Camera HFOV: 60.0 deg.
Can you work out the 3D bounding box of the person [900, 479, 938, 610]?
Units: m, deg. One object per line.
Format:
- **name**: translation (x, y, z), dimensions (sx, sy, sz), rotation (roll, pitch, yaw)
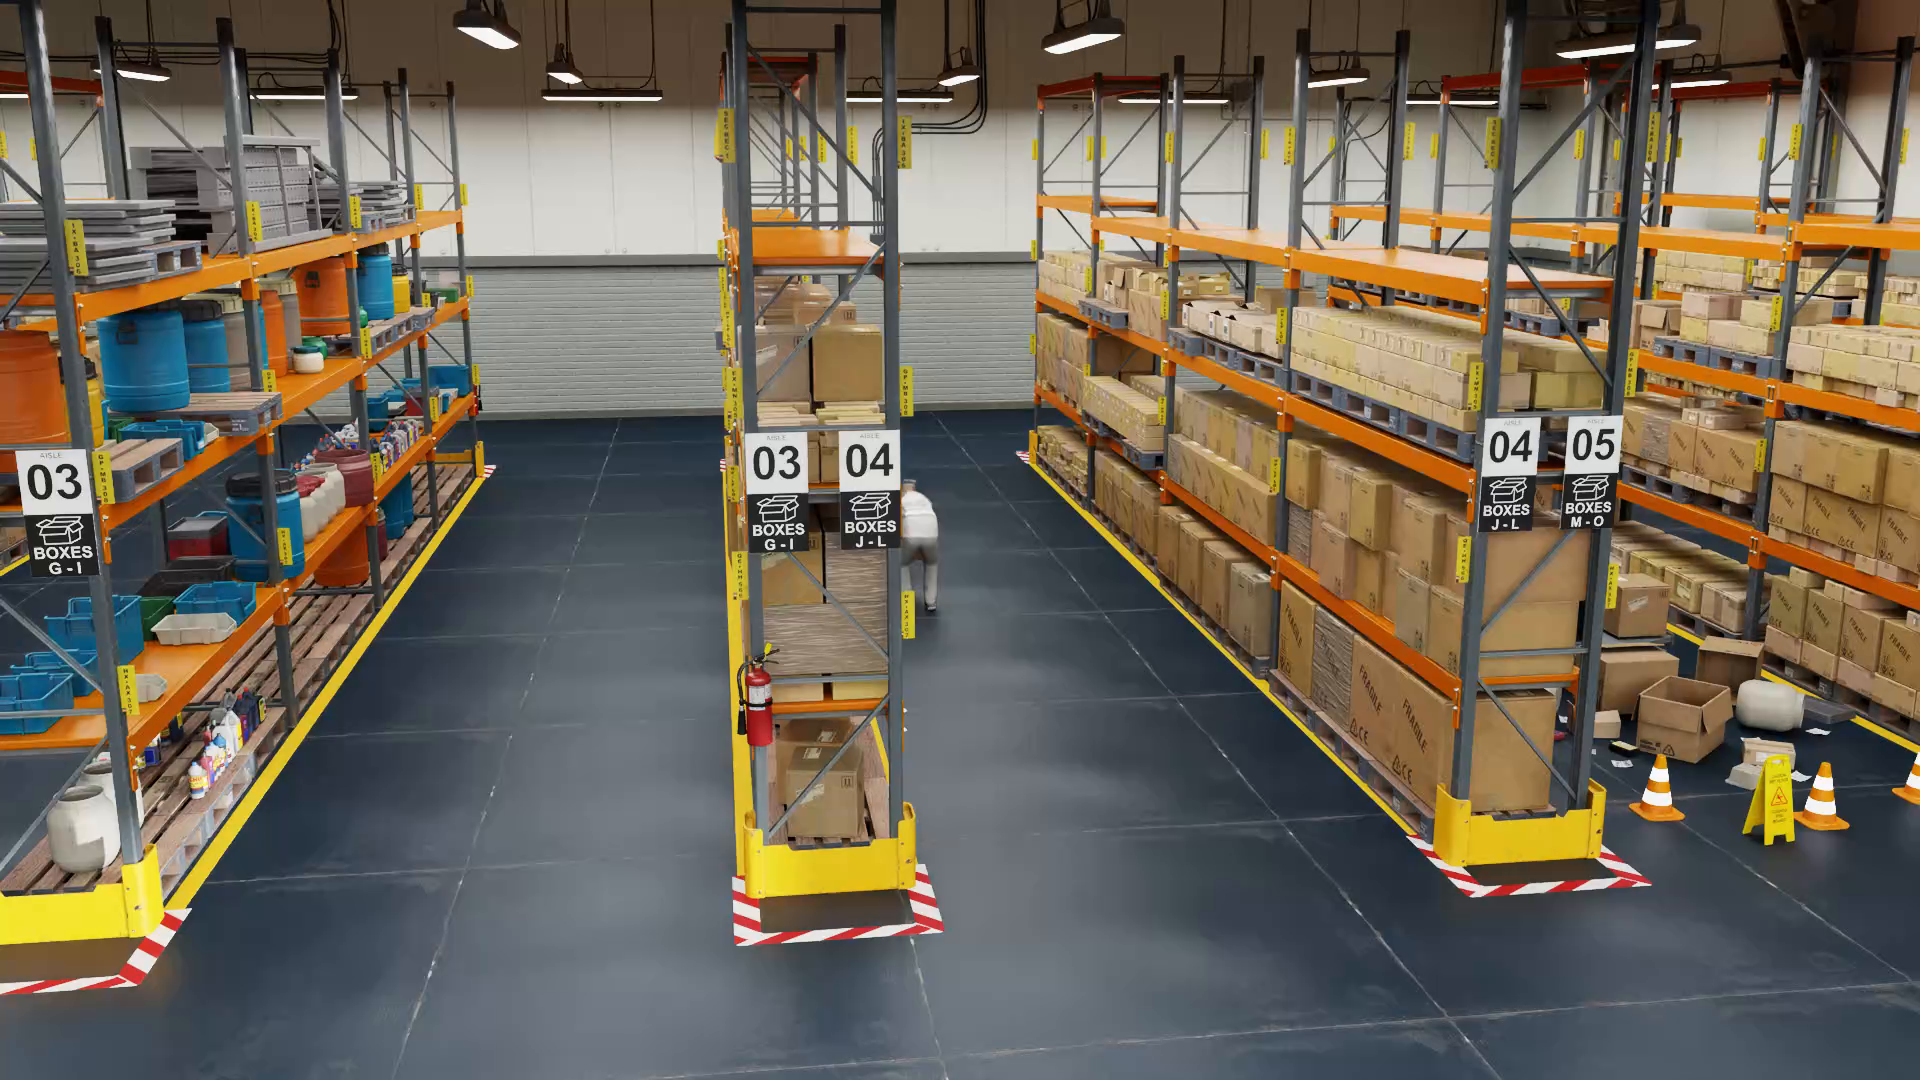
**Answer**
- **person**: translation (-0.512, 0.047, 18.617), dimensions (0.492, 1.372, 0.973), rotation (-2, 13, -10)
